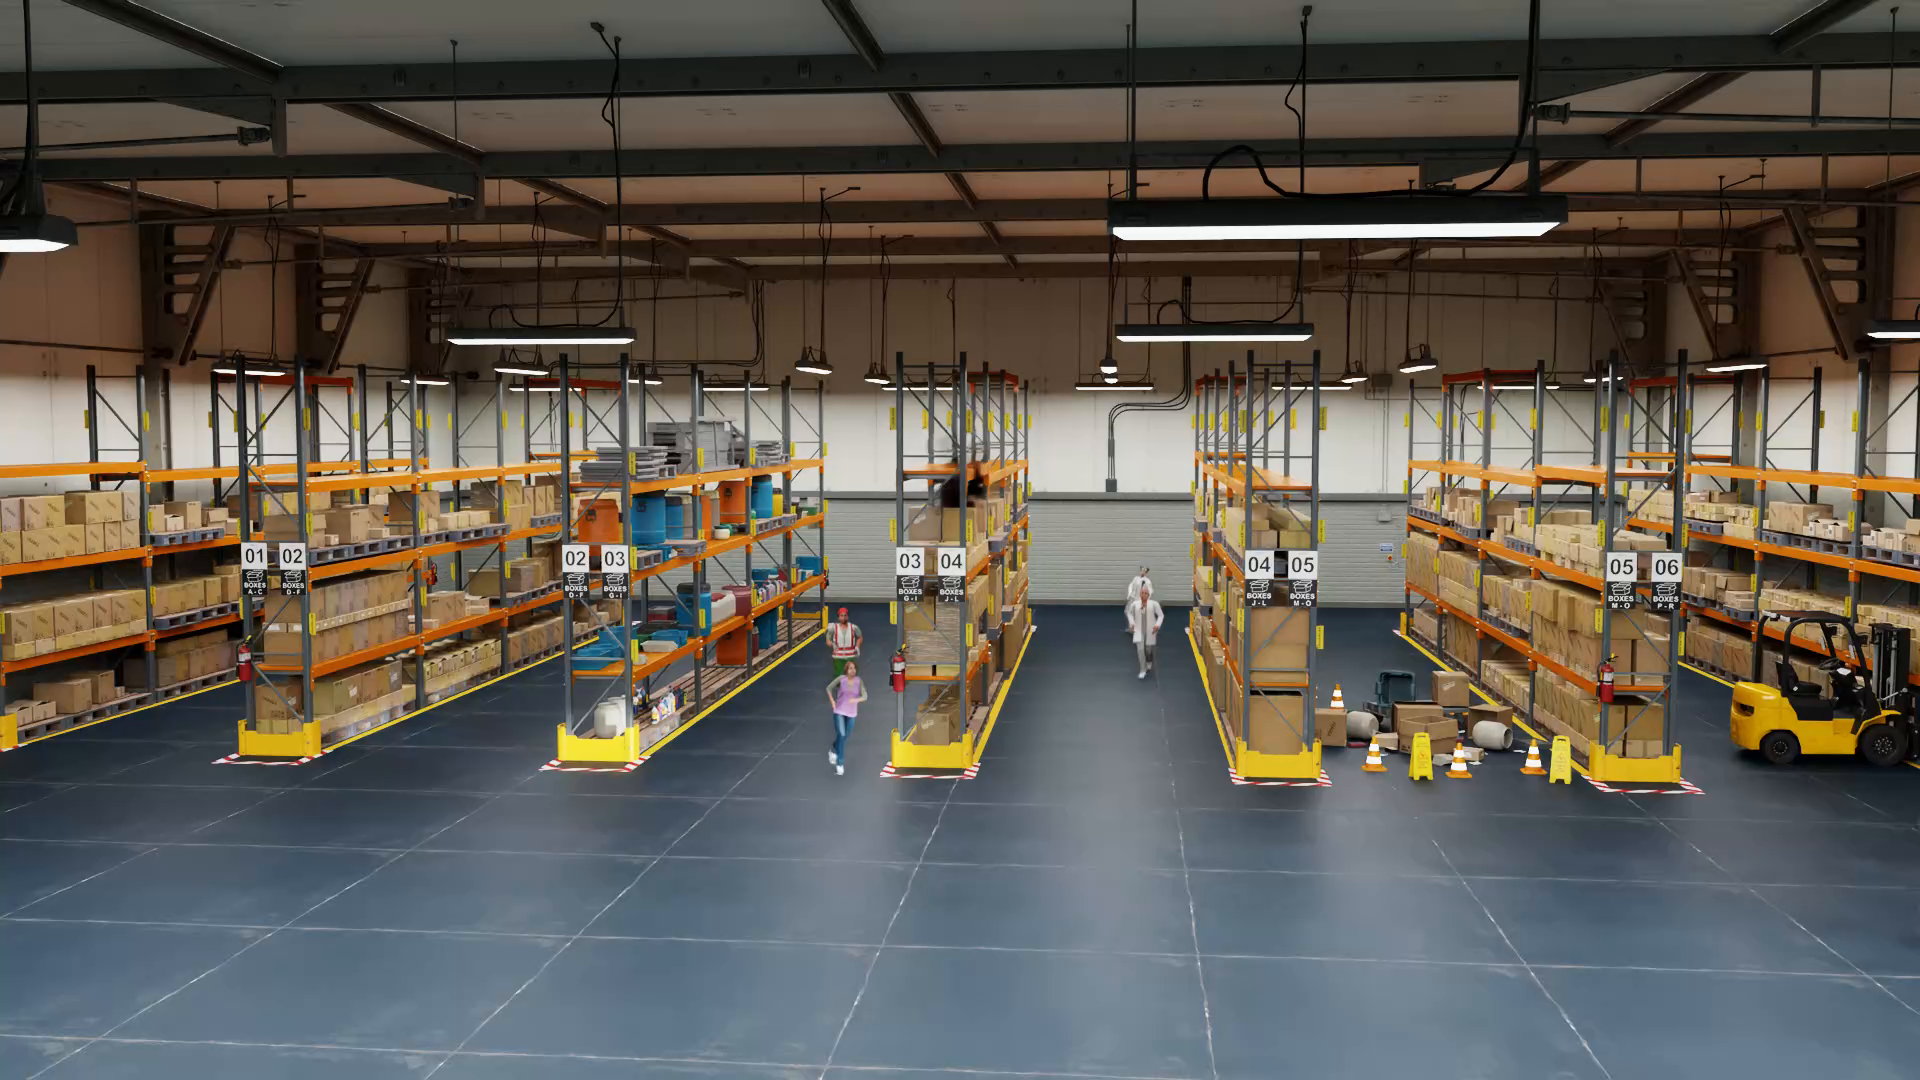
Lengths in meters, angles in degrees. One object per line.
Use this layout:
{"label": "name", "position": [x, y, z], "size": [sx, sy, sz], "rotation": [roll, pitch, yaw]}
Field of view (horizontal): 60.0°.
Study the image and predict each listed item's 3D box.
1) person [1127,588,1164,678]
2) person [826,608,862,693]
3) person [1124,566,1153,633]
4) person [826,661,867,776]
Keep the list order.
{"label": "person", "position": [3.647, 1.812, 32.782], "size": [0.731, 1.755, 0.817], "rotation": [1, 4, 10]}
{"label": "person", "position": [-2.002, 2.060, 28.896], "size": [0.639, 1.756, 0.609], "rotation": [0, 4, -6]}
{"label": "person", "position": [4.198, 1.402, 39.357], "size": [0.700, 1.605, 0.542], "rotation": [4, 5, 42]}
{"label": "person", "position": [-1.625, 2.527, 23.931], "size": [0.553, 1.613, 0.809], "rotation": [-1, 4, -19]}
